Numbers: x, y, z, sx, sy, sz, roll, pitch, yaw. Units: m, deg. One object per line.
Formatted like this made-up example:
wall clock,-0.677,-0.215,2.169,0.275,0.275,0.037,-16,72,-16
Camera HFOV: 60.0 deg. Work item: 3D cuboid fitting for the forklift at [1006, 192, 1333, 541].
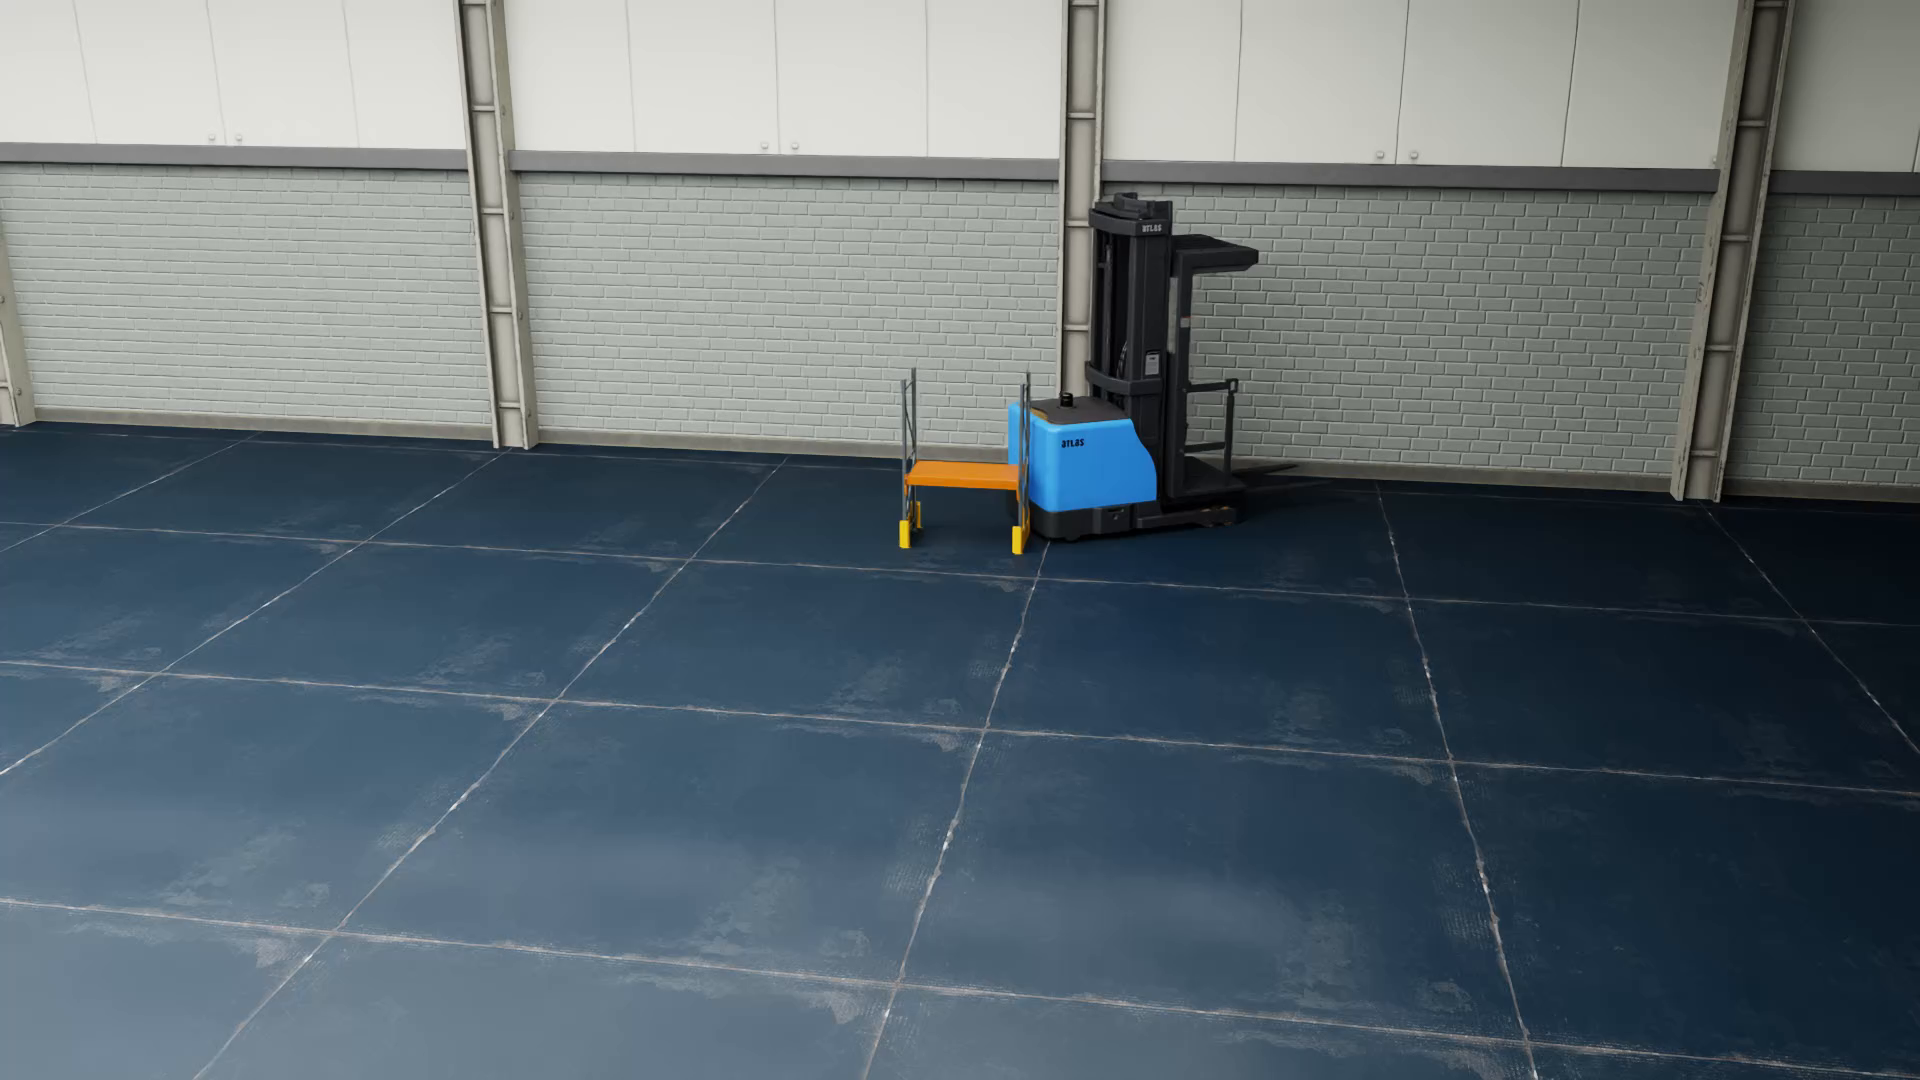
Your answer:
forklift,1.998,-1.653,15.126,3.031,2.935,1.130,-7,20,-20

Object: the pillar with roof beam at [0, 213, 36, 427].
pillar with roof beam,-11.365,-4.243,13.302,0.400,9.000,9.100,3,19,9

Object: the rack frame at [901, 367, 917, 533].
rack frame,-0.444,-0.730,14.620,0.032,1.500,0.500,3,19,9

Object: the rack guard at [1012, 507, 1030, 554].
rack guard,0.540,-0.086,14.667,0.087,0.250,0.587,3,19,9

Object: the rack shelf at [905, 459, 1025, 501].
rack shelf,0.057,-0.533,14.600,1.000,0.185,0.538,3,19,9

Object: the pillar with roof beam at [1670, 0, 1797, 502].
pillar with roof beam,6.407,-3.337,10.594,0.400,9.000,9.100,3,19,9

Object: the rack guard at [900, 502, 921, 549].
rack guard,-0.443,-0.137,14.819,0.087,0.250,0.587,3,19,9

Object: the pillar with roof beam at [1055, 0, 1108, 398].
pillar with roof beam,0.483,-3.639,11.497,0.400,9.000,9.100,3,19,9

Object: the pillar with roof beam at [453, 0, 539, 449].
pillar with roof beam,-5.441,-3.941,12.399,0.400,9.000,9.100,3,19,9

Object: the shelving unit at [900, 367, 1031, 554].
shelving unit,0.048,-0.704,14.544,1.083,1.500,0.587,3,19,9

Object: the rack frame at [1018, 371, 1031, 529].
rack frame,0.559,-0.678,14.466,0.032,1.500,0.500,3,19,9
